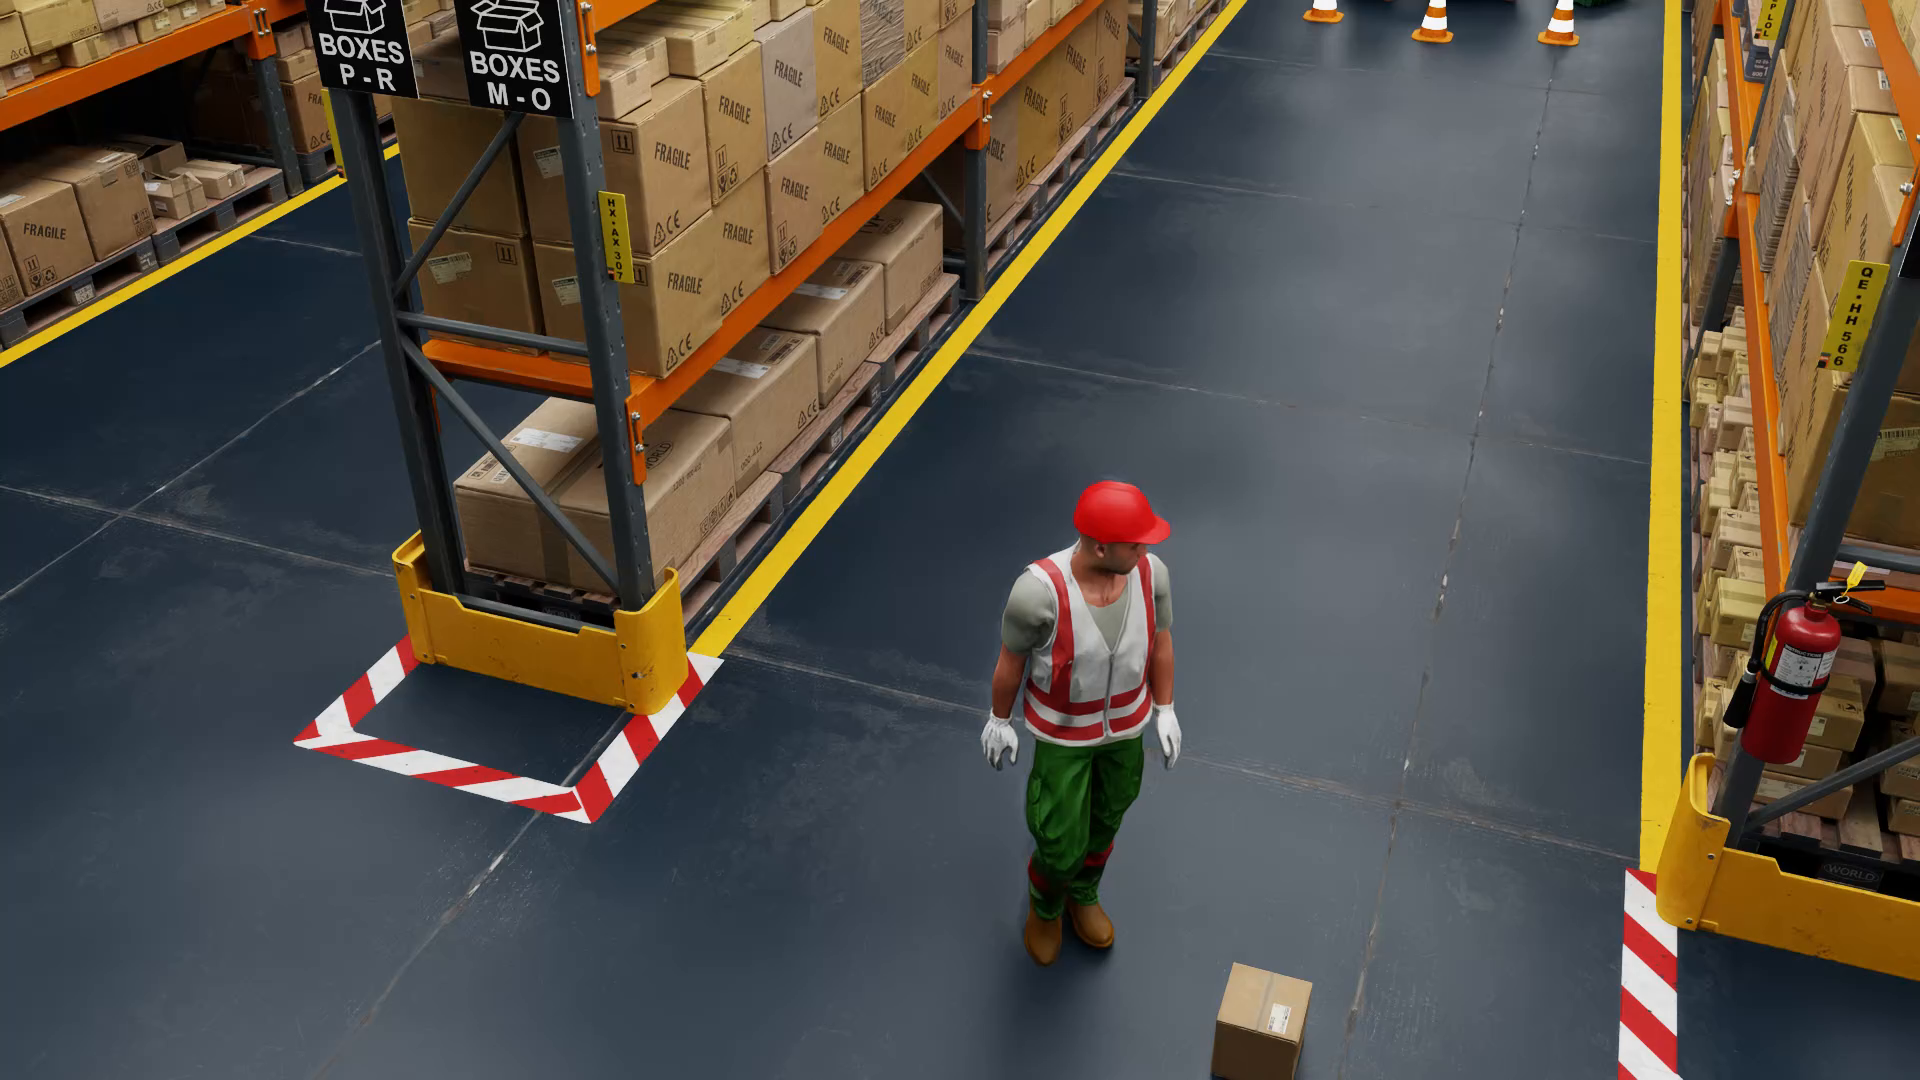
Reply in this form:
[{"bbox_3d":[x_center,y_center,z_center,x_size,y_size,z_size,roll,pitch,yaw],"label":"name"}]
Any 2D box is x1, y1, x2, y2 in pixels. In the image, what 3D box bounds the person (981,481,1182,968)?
[{"bbox_3d":[0.399,0.615,5.155,0.599,1.812,0.425,-12,35,-18],"label":"person"}]
